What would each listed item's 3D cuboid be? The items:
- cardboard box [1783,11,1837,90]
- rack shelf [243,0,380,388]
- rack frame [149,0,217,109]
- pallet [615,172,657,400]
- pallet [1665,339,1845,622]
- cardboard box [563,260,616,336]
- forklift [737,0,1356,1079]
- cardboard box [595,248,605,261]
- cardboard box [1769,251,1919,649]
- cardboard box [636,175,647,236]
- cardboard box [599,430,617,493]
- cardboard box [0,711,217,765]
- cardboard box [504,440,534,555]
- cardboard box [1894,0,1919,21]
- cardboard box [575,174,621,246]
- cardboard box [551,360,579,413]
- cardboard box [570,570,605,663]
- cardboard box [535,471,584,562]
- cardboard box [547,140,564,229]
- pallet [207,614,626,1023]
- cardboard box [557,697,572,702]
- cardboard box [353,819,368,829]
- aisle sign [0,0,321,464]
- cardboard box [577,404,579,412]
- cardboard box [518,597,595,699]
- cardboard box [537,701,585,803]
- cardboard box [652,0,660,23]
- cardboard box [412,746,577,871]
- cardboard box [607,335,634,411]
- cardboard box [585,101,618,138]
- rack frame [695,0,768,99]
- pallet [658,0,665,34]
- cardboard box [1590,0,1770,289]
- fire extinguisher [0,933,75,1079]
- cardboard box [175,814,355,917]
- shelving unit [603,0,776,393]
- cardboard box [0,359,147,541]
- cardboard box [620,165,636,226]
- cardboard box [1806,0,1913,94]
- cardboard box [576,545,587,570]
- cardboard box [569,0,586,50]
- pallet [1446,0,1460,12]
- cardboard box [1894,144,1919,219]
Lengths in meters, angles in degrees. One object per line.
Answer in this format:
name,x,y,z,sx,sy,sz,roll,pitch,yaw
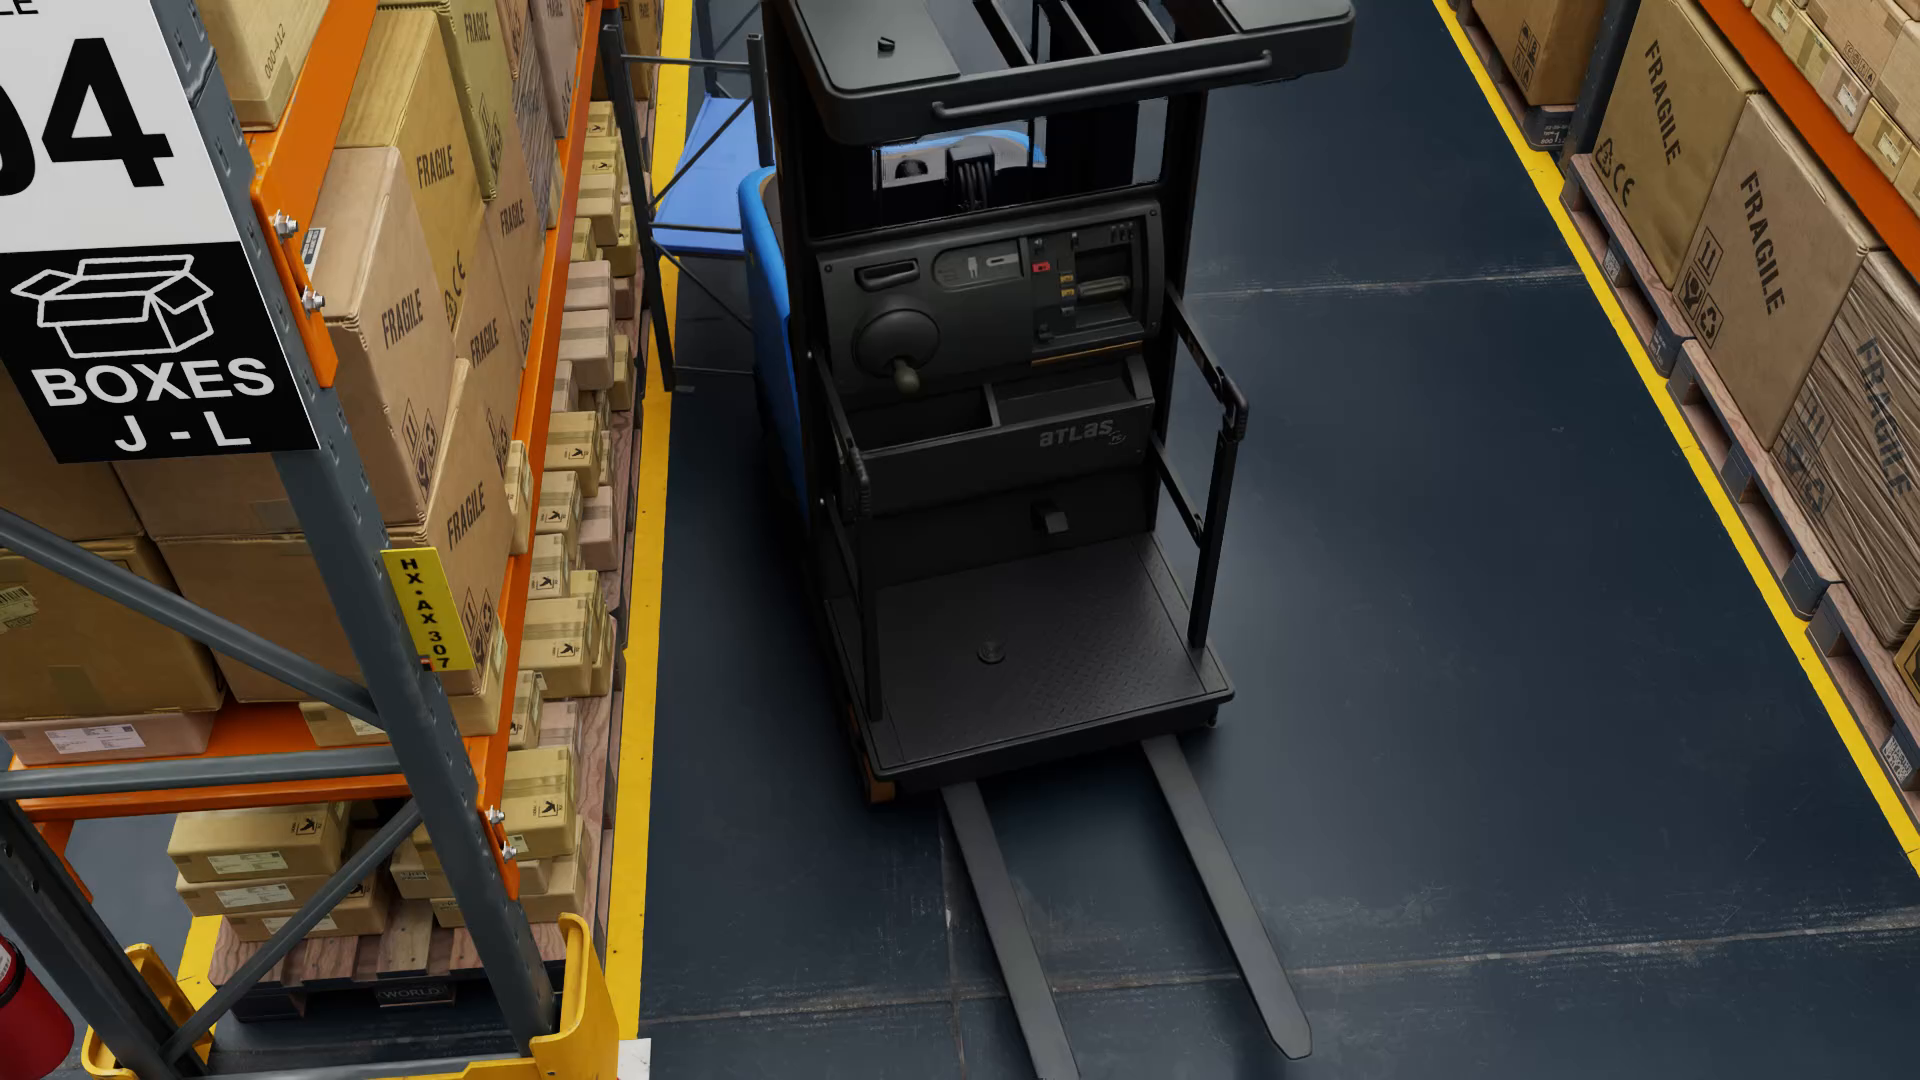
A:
cardboard box,2.910,-1.587,5.360,0.380,0.149,0.250,-4,47,-4
rack shelf,-1.657,-1.772,3.792,1.077,0.370,4.000,-3,47,-3
rack frame,-1.490,-1.604,1.071,1.000,3.000,0.127,-3,47,-3
pallet,-1.733,-0.992,6.544,1.003,0.211,1.213,-3,47,-3
pallet,3.217,-0.265,5.855,1.003,0.211,1.213,-3,47,-3
cardboard box,-1.388,-0.817,5.722,0.380,0.149,0.250,-6,47,-5
forklift,0.156,-0.543,4.245,1.130,2.935,3.031,-12,48,-11
cardboard box,-1.483,-0.917,6.022,0.380,0.149,0.250,-3,47,-3
cardboard box,3.252,-0.299,5.142,0.875,0.875,0.875,-3,47,-3
cardboard box,-1.452,-1.336,6.623,0.380,0.149,0.250,-3,47,-3
cardboard box,-1.357,-0.222,5.568,0.380,0.149,0.250,-3,47,-3
cardboard box,-1.799,0.327,3.547,0.380,0.149,0.250,-3,47,-3
cardboard box,-1.222,-0.088,3.941,0.380,0.149,0.250,-5,47,-4
cardboard box,2.994,-1.877,4.843,0.500,0.500,0.500,-5,47,-5
cardboard box,-1.446,-1.200,6.085,0.380,0.149,0.250,-4,47,-4
cardboard box,-1.441,-0.436,5.362,0.380,0.149,0.250,-3,47,-3
cardboard box,-1.266,0.233,4.933,0.380,0.149,0.250,-2,47,-2
cardboard box,-1.348,-0.067,5.012,0.380,0.149,0.250,-2,47,-2
cardboard box,-1.365,-1.029,4.832,0.380,0.149,0.250,-3,47,-3
pallet,-1.529,0.773,4.872,1.003,0.211,1.213,-3,47,-3
cardboard box,-1.346,0.533,4.853,0.380,0.149,0.250,-3,47,-3
cardboard box,-1.864,0.747,4.651,0.380,0.149,0.250,-2,47,-2
aisle sign,-1.185,-0.400,2.272,0.394,0.787,0.004,-3,47,-3
cardboard box,-1.460,-0.343,5.479,0.380,0.149,0.250,-1,47,-1
cardboard box,-1.231,0.309,4.656,0.380,0.149,0.250,-4,47,-3
cardboard box,-1.244,0.597,4.588,0.380,0.149,0.250,-4,47,-3
cardboard box,-1.668,-2.653,7.629,0.500,0.500,0.500,-2,47,-1
cardboard box,-1.195,0.691,4.294,0.380,0.149,0.250,-5,47,-5
cardboard box,-1.365,-0.587,5.914,0.380,0.149,0.250,-4,47,-3
cardboard box,-1.535,-1.562,6.428,0.380,0.149,0.250,-2,47,-2
rack frame,-0.742,-1.800,6.422,0.500,1.500,0.032,5,47,5
pallet,-1.996,-2.924,8.374,1.003,0.211,1.213,-3,47,-3
cardboard box,3.102,-1.594,6.368,0.875,0.875,0.875,-3,47,-3
fire extinguisher,-1.928,0.824,3.213,0.296,0.674,0.183,-3,47,-3
cardboard box,-1.818,0.828,4.369,0.380,0.149,0.250,-5,47,-4
shelving unit,-0.804,-1.434,6.075,0.538,1.500,1.048,5,47,5
cardboard box,-1.776,-0.337,3.041,0.500,0.500,0.500,-4,47,-4
cardboard box,-1.446,-1.298,6.382,0.380,0.149,0.250,-6,47,-5
cardboard box,2.990,-1.623,5.120,0.500,0.250,0.500,-2,47,-2
cardboard box,-1.374,0.163,5.204,0.380,0.149,0.250,-3,47,-3
cardboard box,-1.460,-1.863,5.175,0.500,0.500,0.500,-5,47,-4
pallet,2.882,-3.143,8.581,1.003,0.211,1.213,-3,47,-3
cardboard box,2.976,-1.026,4.829,0.380,0.149,0.250,-3,47,-3
